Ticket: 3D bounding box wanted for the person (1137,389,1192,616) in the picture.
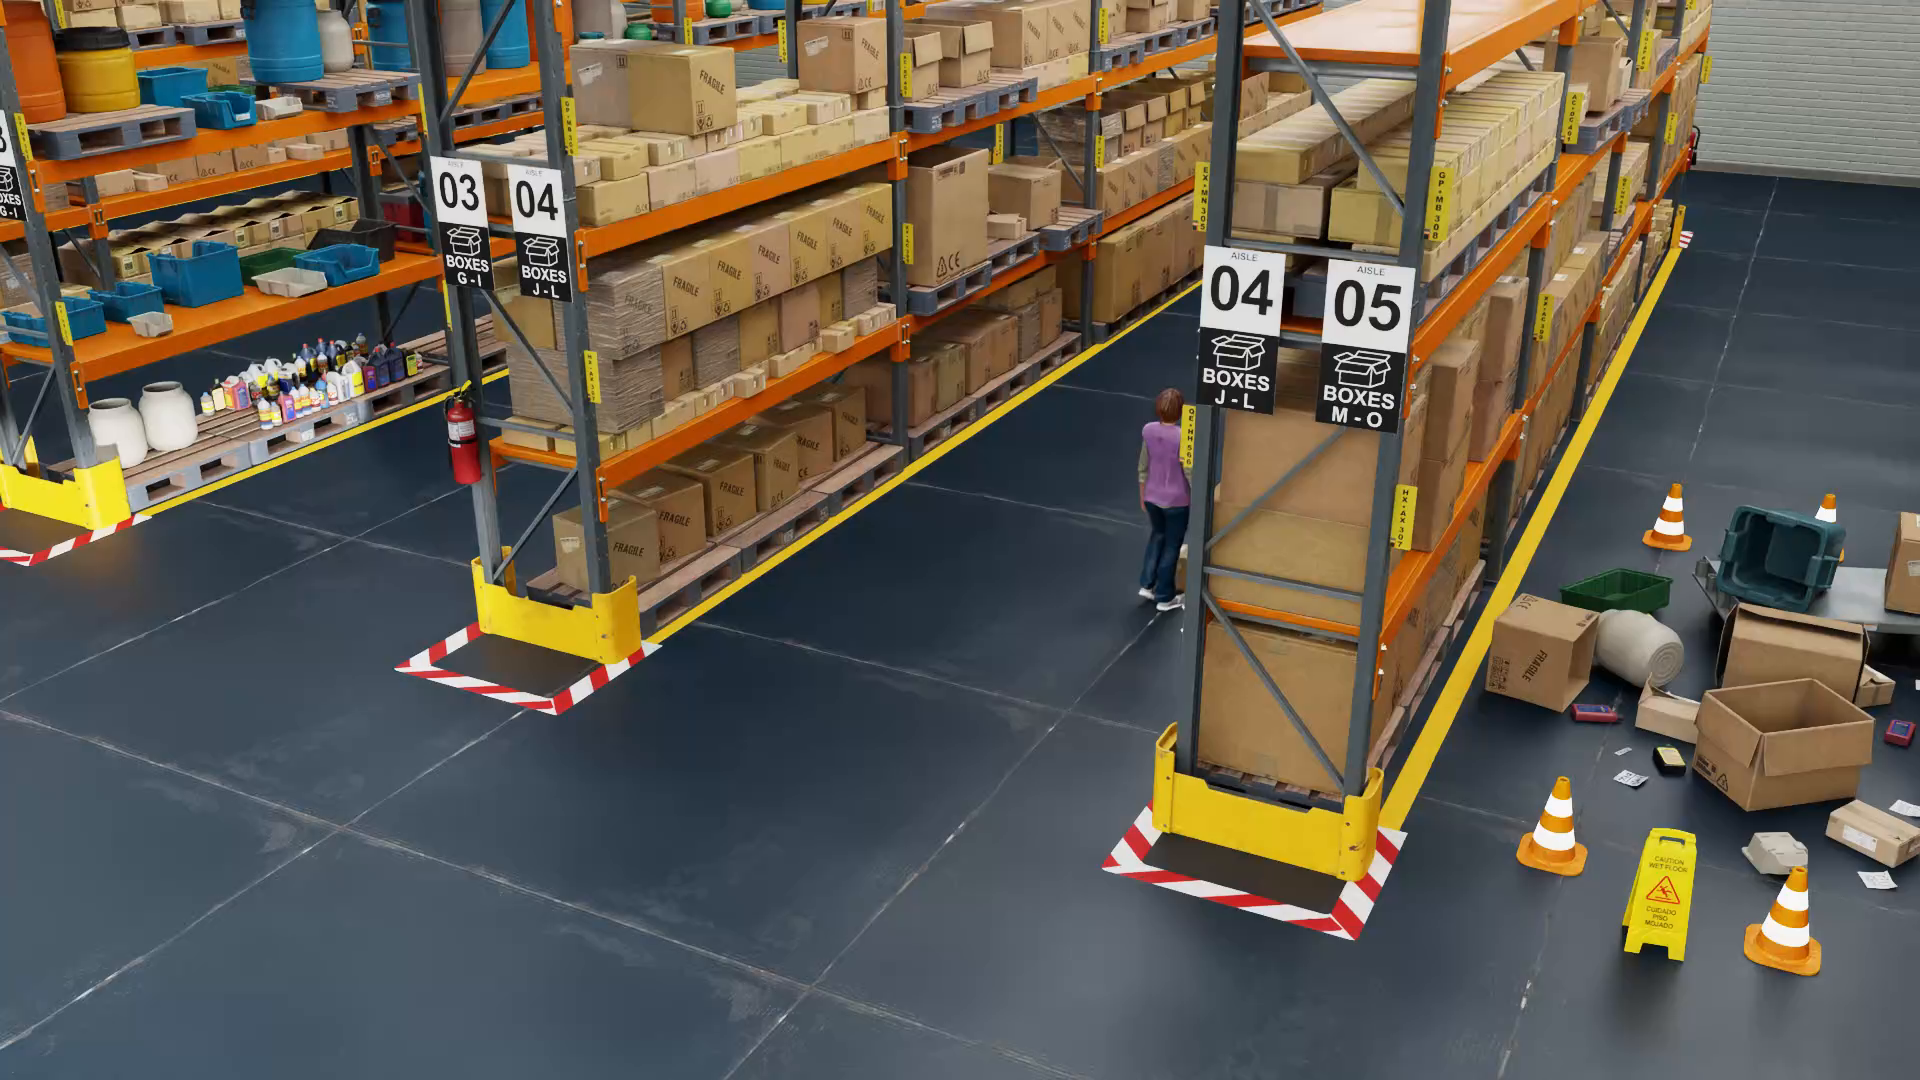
[{"bbox_3d":[1.386,-0.251,11.340,0.407,1.583,0.301,12,26,26],"label":"person"}]
